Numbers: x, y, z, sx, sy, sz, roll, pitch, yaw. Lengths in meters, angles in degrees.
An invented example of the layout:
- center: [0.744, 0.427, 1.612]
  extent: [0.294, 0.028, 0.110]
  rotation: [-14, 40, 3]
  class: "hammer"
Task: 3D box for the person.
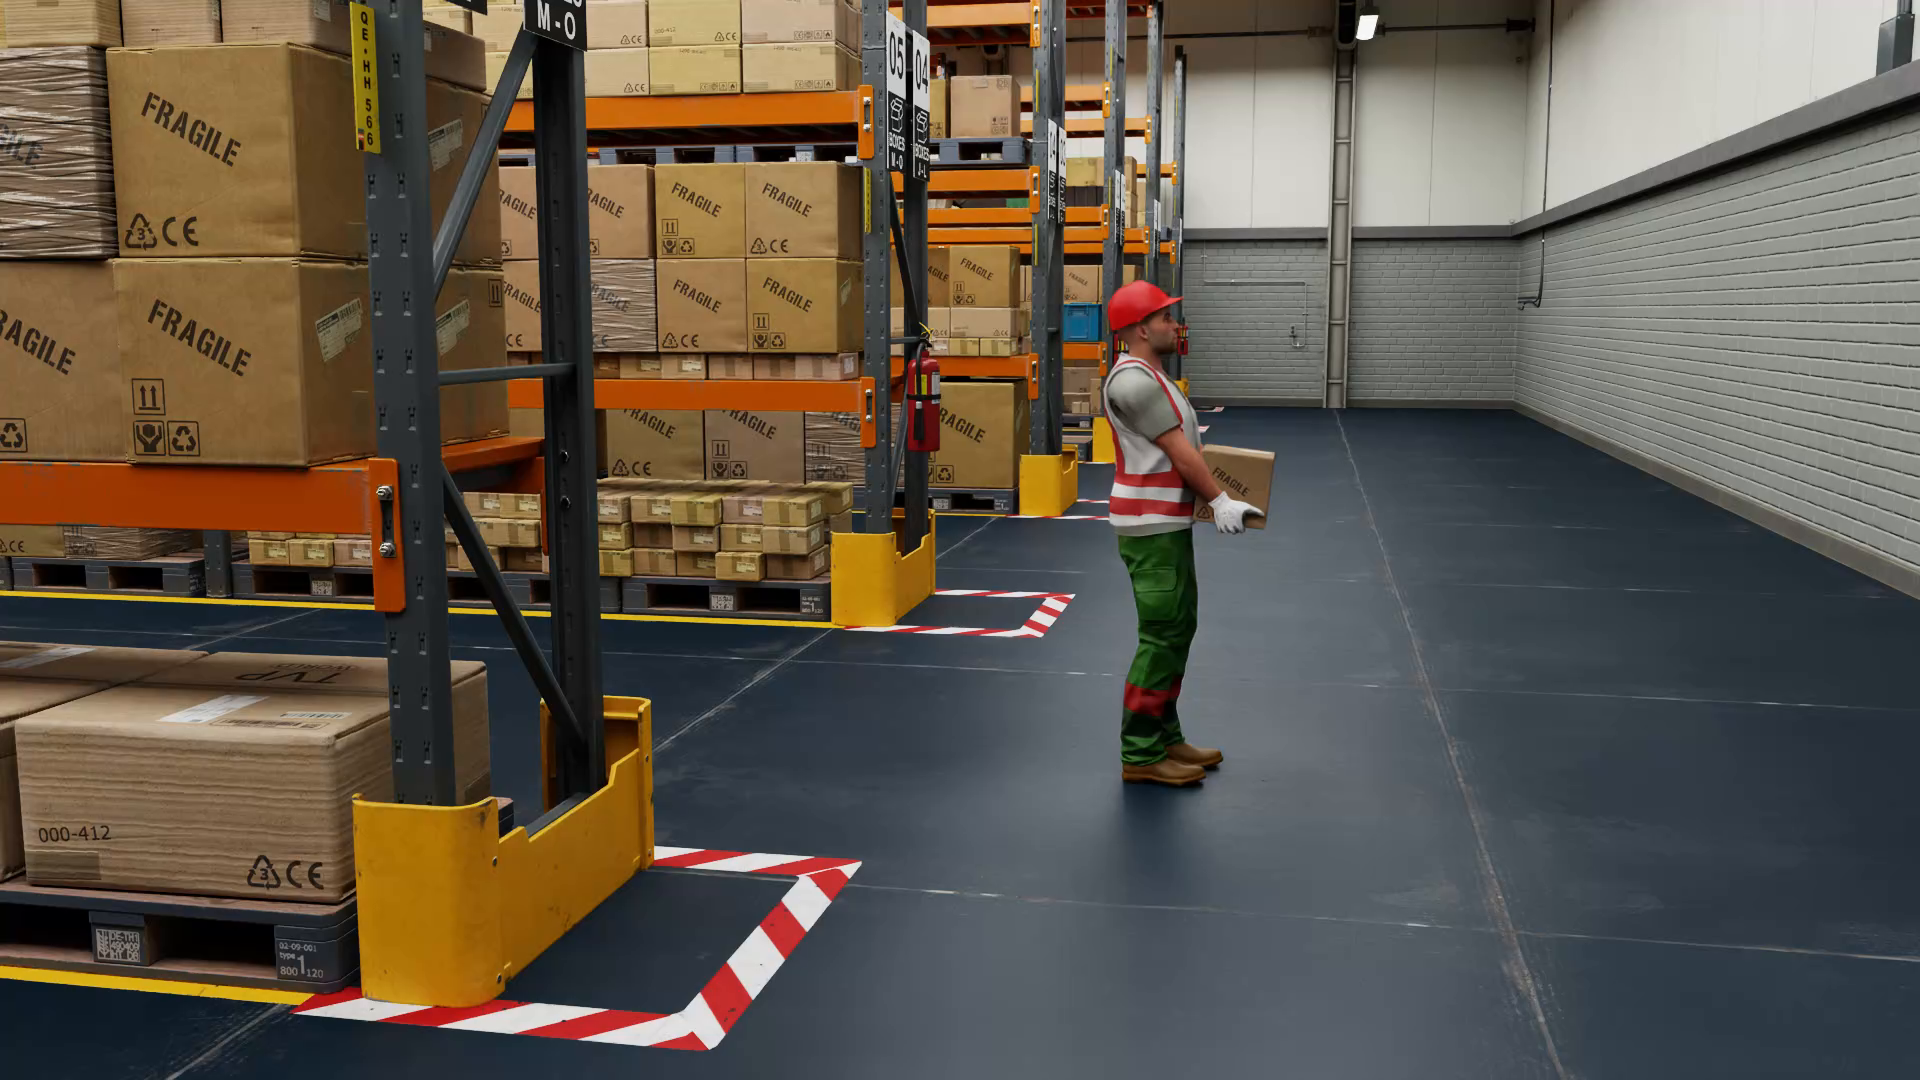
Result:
- center: [0.741, -0.032, 5.994]
  extent: [0.449, 1.778, 0.623]
  rotation: [1, 8, 9]
  class: "person"
